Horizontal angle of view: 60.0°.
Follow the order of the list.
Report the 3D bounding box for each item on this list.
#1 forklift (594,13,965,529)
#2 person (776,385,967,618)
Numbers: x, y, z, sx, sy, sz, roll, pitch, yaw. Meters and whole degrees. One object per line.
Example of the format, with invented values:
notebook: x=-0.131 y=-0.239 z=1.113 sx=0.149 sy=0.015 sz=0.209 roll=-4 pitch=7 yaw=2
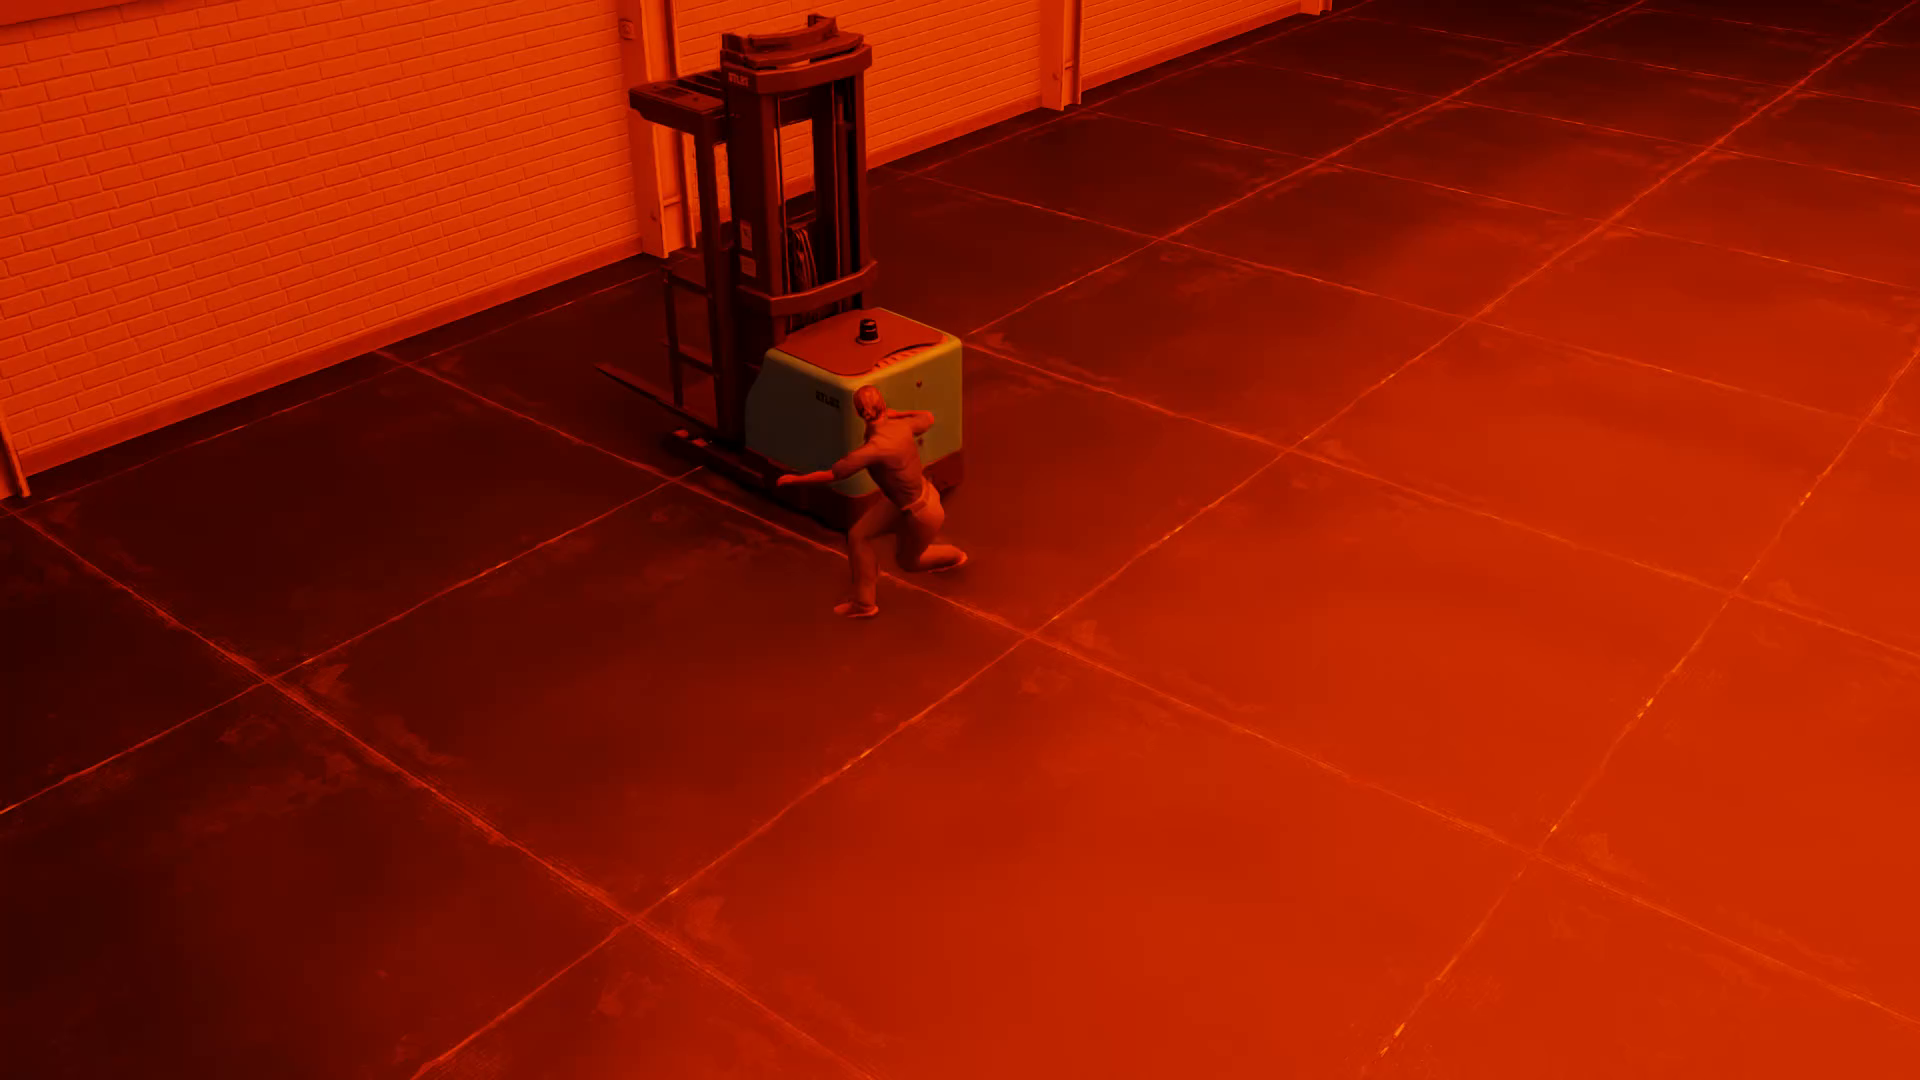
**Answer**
forklift: x=-1.383 y=-1.962 z=10.953 sx=3.031 sy=2.935 sz=1.130 roll=26 pitch=39 yaw=37
person: x=-0.510 y=-0.281 z=9.621 sx=1.068 sy=1.449 sz=0.827 roll=-1 pitch=30 yaw=-1
